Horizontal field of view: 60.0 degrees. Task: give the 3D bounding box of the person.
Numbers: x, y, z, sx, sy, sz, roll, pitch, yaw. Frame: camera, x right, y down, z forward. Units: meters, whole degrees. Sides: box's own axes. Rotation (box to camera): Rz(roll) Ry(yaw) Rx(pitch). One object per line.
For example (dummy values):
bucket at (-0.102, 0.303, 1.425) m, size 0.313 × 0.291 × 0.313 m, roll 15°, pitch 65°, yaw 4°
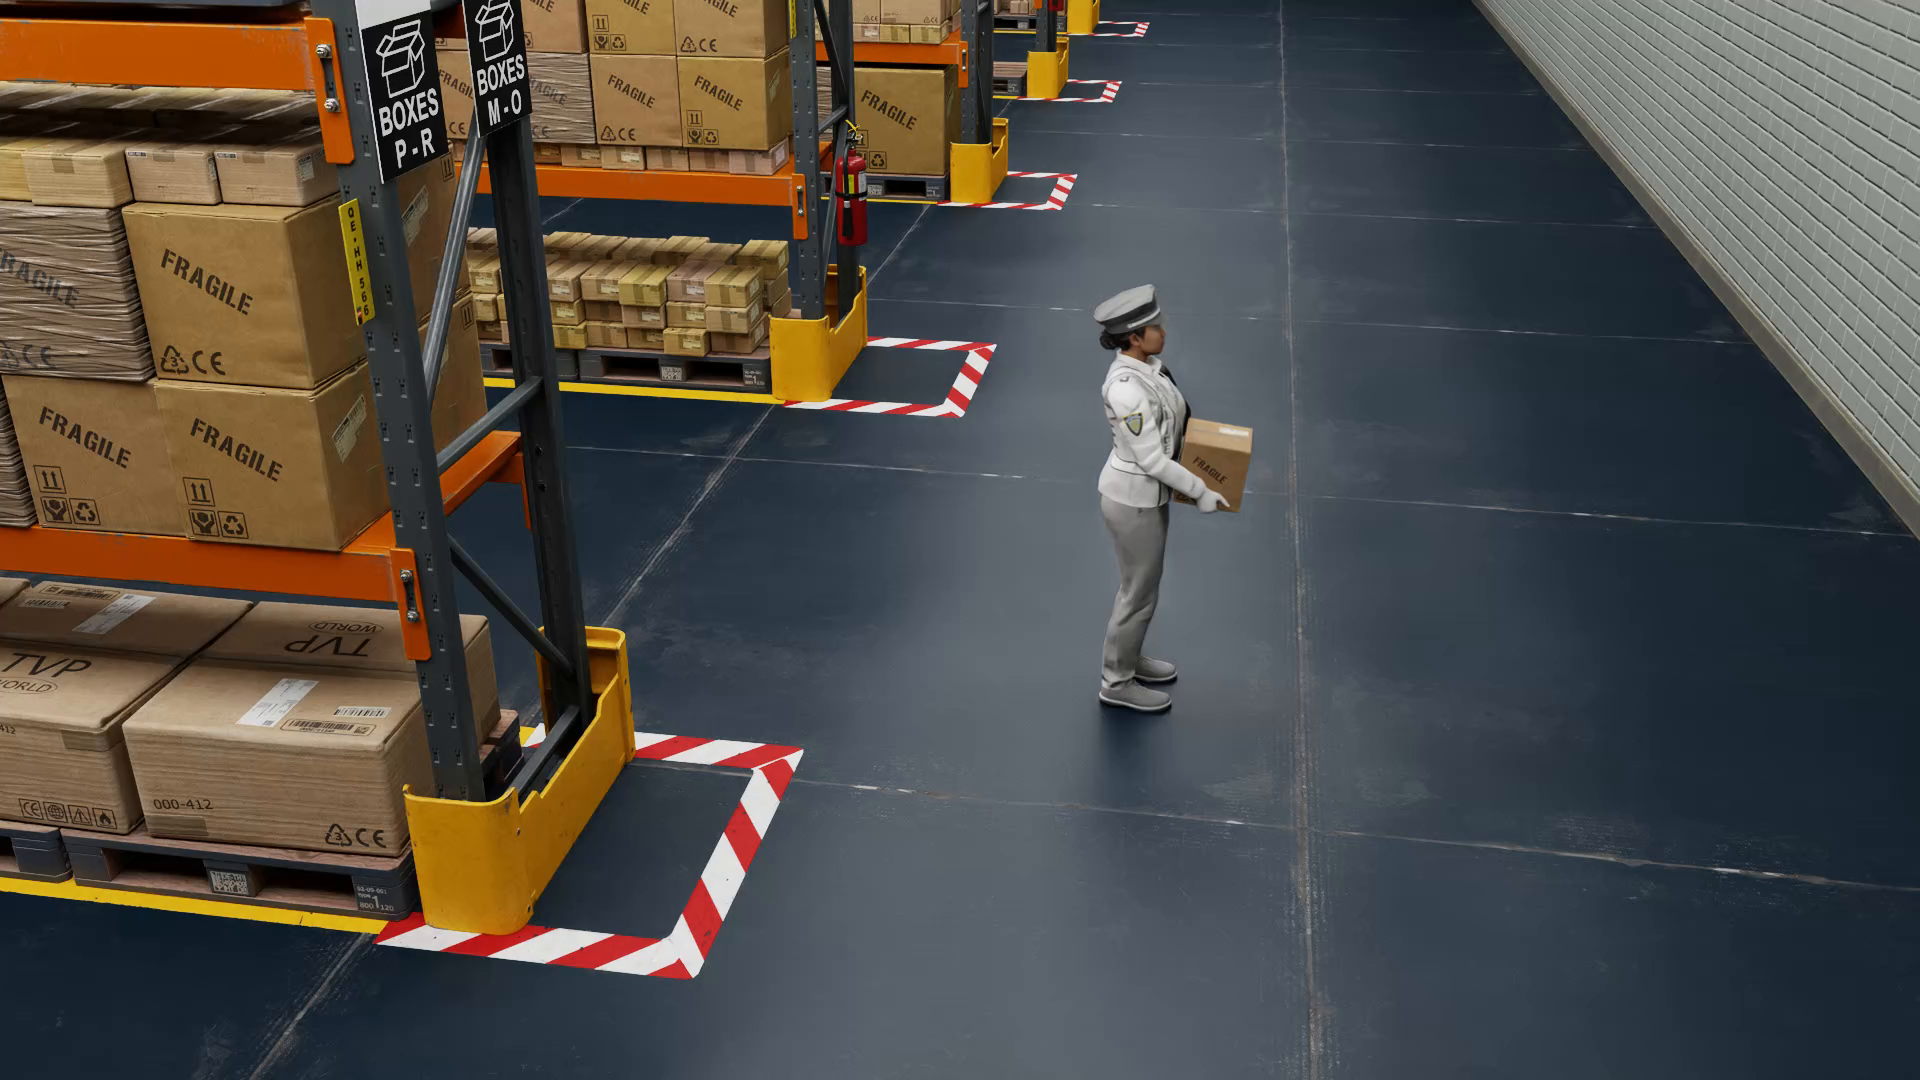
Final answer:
person at (0.763, -0.150, 6.404) m, size 0.549 × 1.686 × 0.459 m, roll 5°, pitch 25°, yaw 10°
